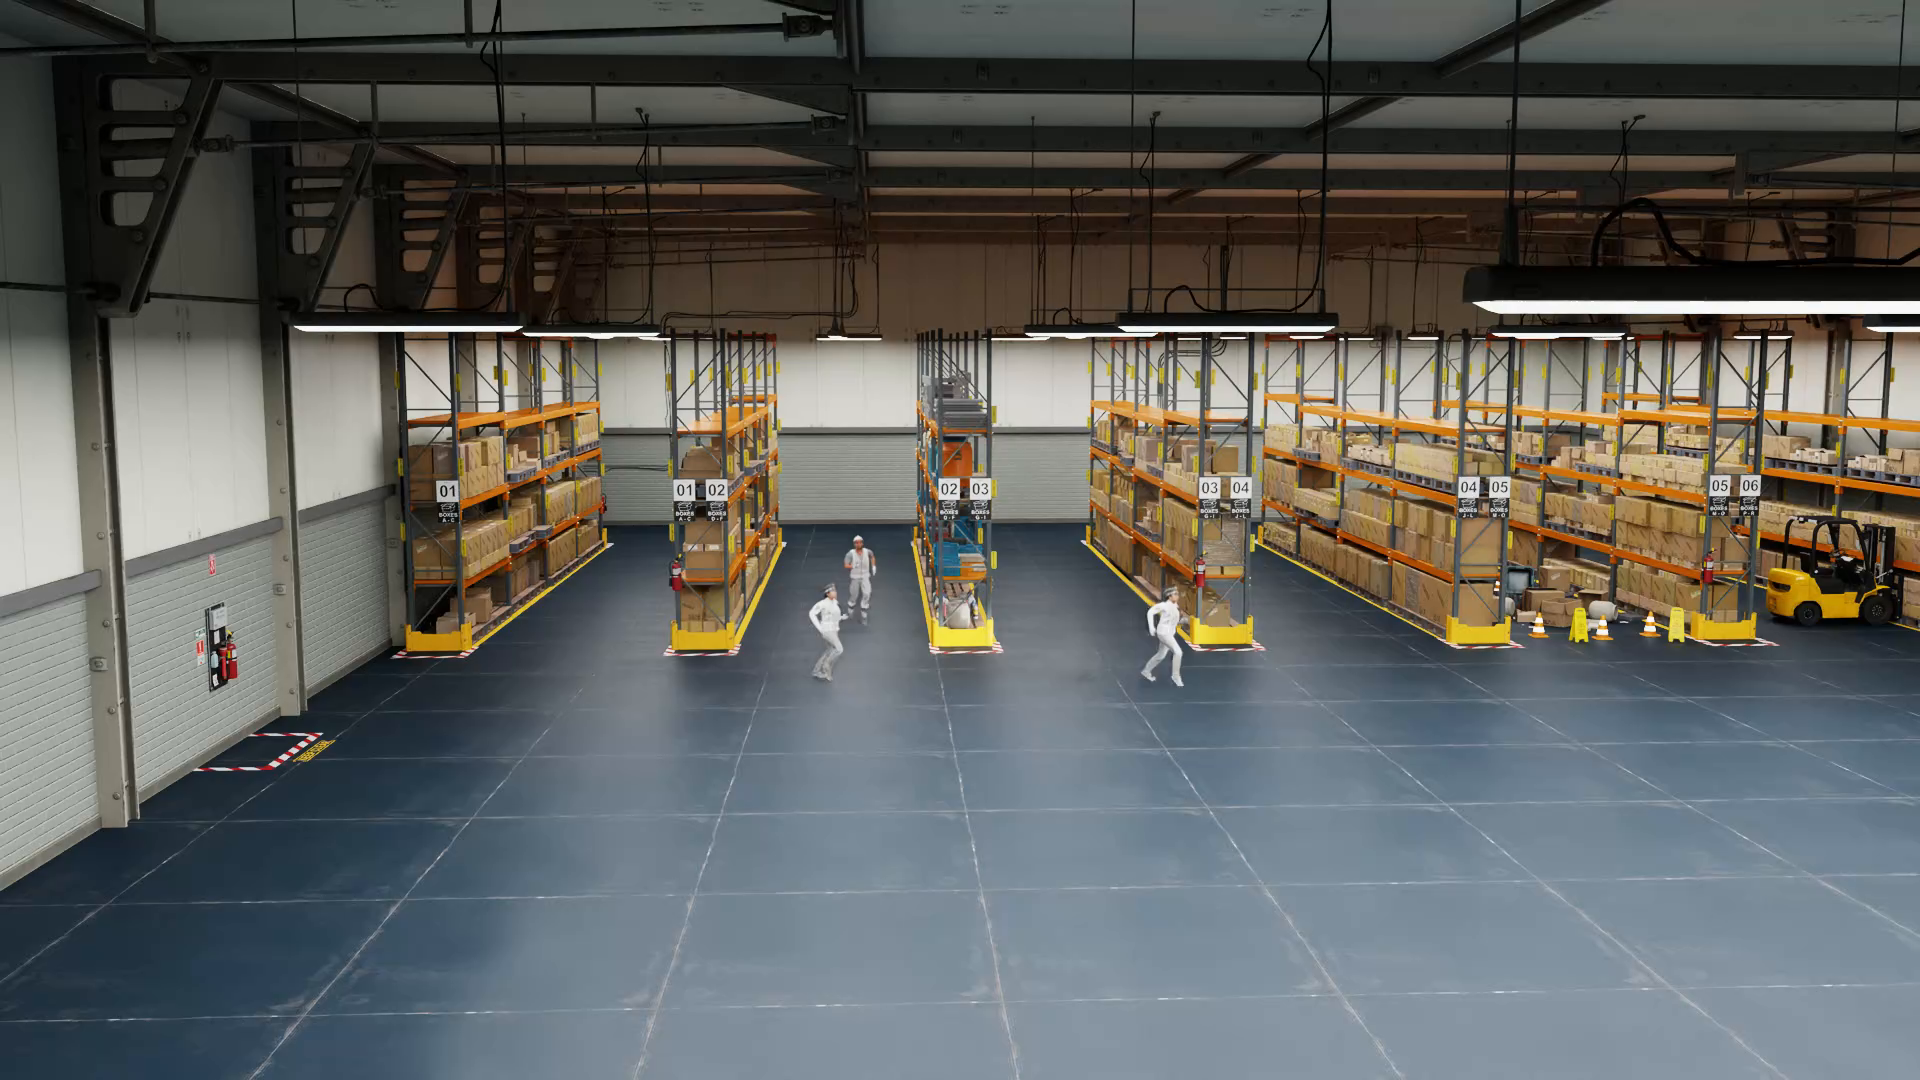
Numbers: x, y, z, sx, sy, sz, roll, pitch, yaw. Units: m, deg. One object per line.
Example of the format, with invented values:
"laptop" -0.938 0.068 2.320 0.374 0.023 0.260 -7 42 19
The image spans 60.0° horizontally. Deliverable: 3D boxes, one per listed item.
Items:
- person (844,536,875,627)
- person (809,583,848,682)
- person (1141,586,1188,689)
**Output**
"person" -2.051 0.817 34.012 0.671 1.827 0.918 -1 7 -12
"person" -2.224 1.560 28.288 0.682 1.675 0.601 3 7 25
"person" 3.432 1.617 27.869 0.801 1.729 0.636 4 8 32
